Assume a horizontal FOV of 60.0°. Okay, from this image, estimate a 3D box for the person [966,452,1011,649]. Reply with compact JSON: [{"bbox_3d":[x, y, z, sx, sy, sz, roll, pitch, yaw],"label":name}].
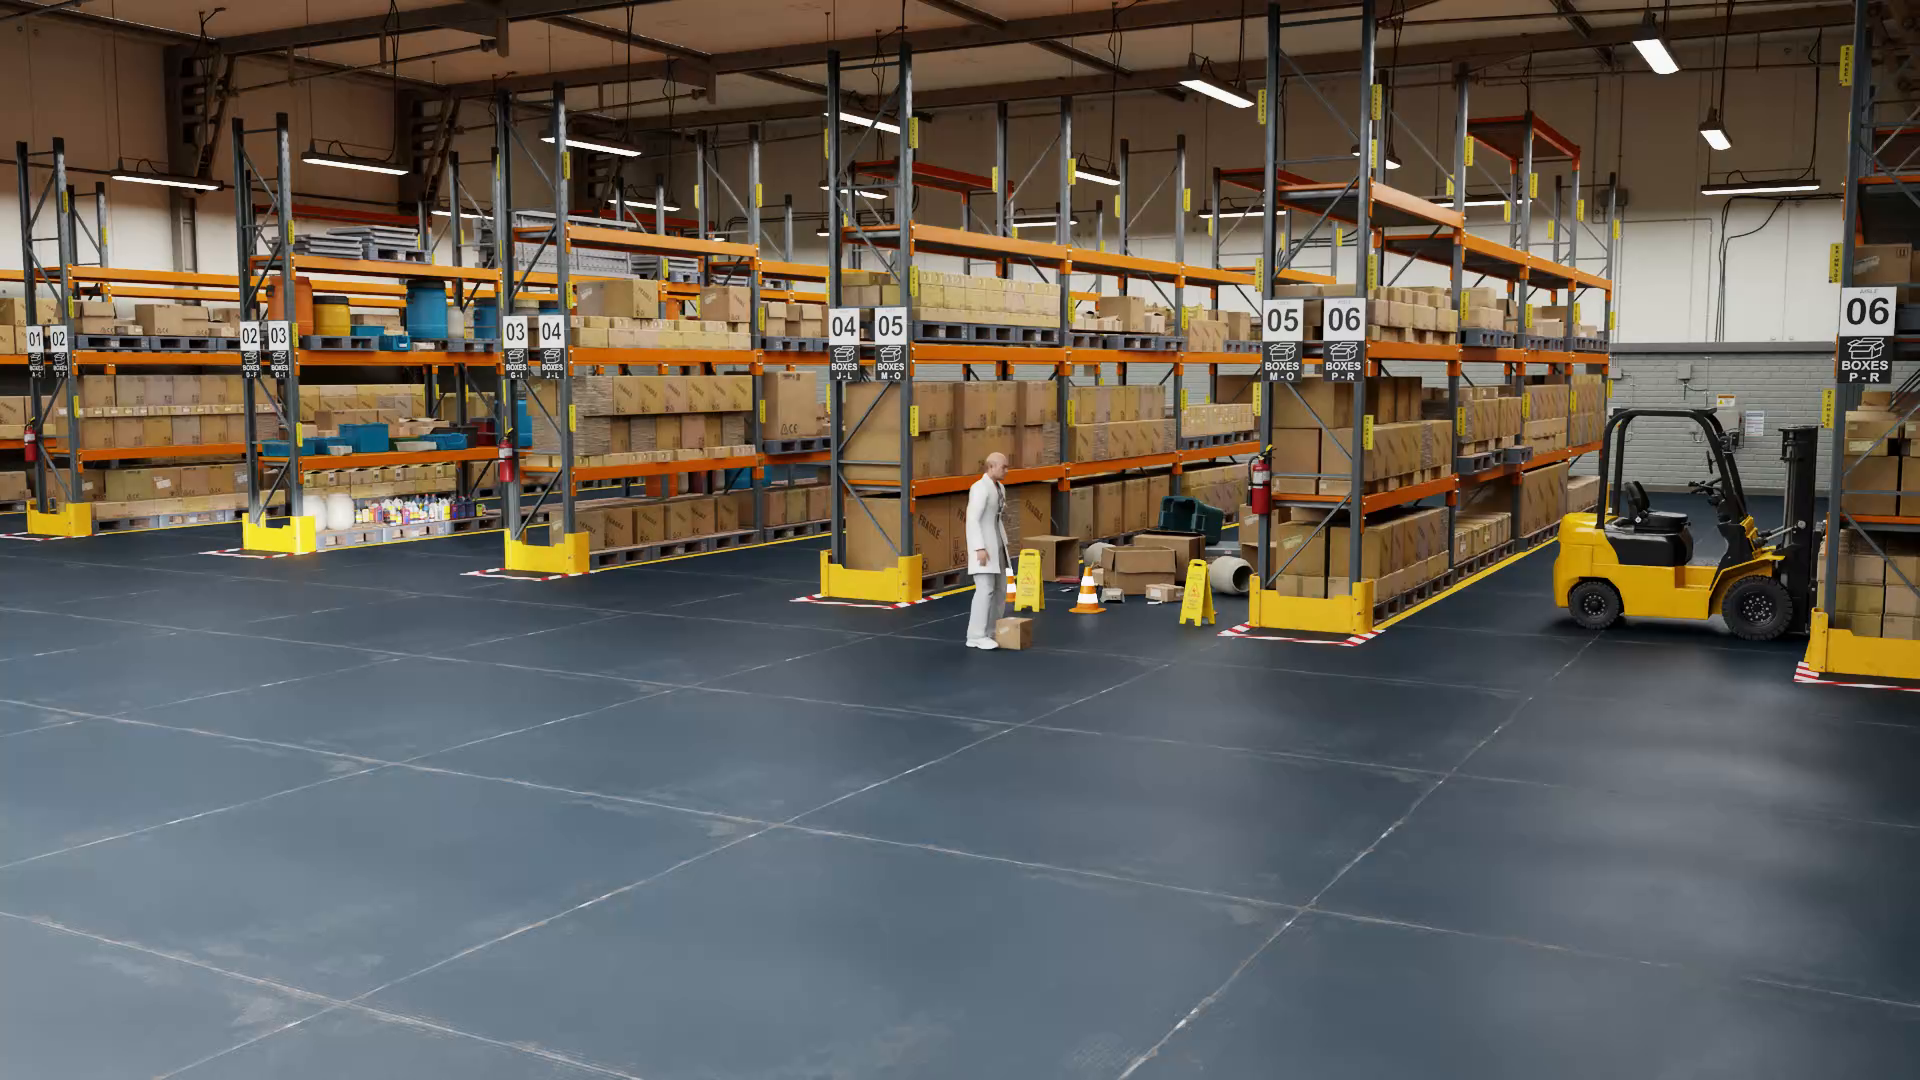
[{"bbox_3d":[0.279,0.083,15.256,0.429,1.772,0.649,3,6,25],"label":"person"}]
